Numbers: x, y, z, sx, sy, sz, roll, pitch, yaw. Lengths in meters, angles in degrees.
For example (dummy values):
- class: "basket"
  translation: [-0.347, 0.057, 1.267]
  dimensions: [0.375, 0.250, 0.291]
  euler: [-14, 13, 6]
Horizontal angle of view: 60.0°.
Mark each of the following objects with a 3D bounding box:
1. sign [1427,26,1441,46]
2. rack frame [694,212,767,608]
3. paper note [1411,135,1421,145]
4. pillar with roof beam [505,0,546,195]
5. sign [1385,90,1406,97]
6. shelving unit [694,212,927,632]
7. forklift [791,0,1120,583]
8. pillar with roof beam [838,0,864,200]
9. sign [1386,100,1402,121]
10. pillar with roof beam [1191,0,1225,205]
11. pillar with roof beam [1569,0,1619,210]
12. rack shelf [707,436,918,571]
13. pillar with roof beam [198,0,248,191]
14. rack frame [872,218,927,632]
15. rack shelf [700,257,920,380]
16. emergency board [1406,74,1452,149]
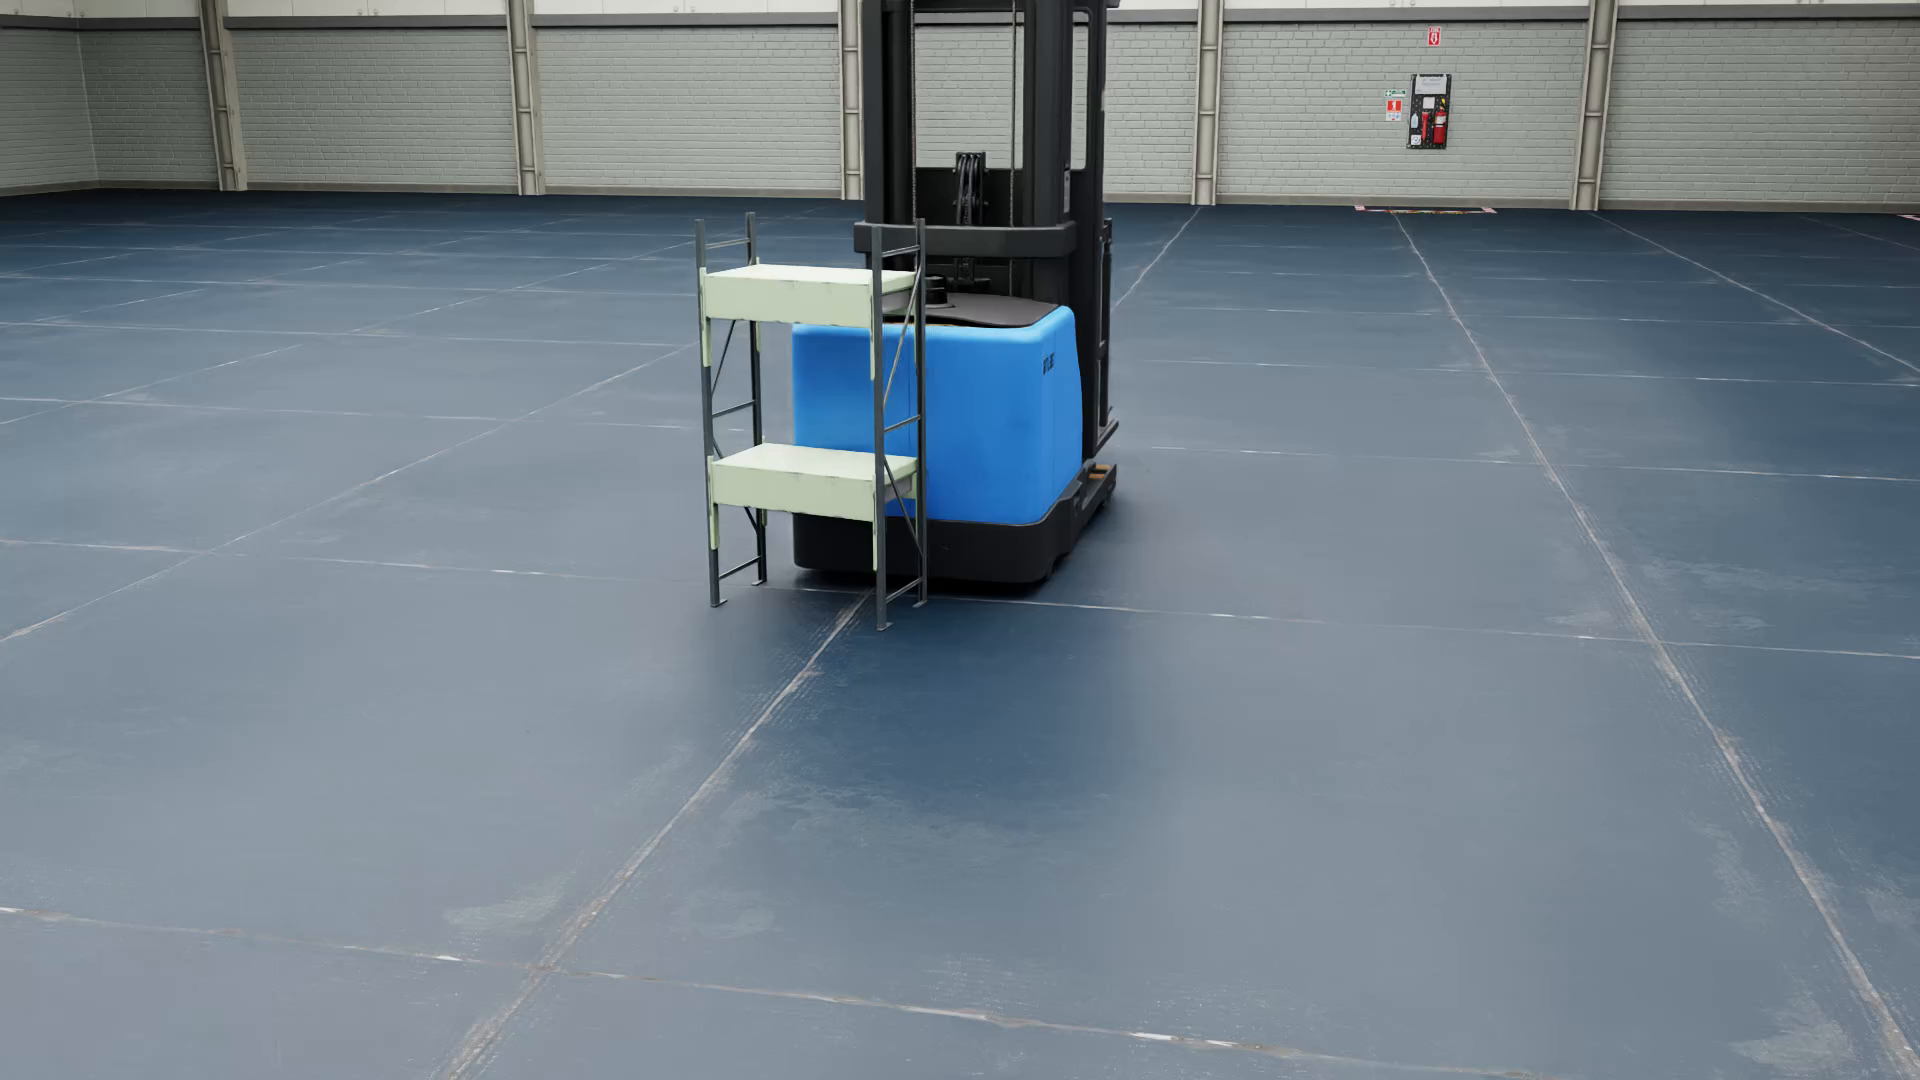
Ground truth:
- class: "sign"
  translation: [7.532, -7.999, 26.408]
  dimensions: [0.199, 0.298, 0.001]
  euler: [3, 16, 11]
- class: "rack frame"
  translation: [-0.890, -0.507, 6.513]
  dimensions: [0.023, 1.500, 0.400]
  euler: [7, 17, 23]
- class: "paper note"
  translation: [7.361, -6.458, 26.839]
  dimensions: [0.142, 0.148, 0.016]
  euler: [3, 16, 11]
- class: "pillar with roof beam"
  translation: [-8.562, -9.437, 24.702]
  dimensions: [0.400, 9.000, 9.100]
  euler: [3, 16, 11]
- class: "sign"
  translation: [7.002, -7.182, 26.741]
  dimensions: [0.331, 0.109, 0.001]
  euler: [3, 16, 11]
- class: "shelving unit"
  translation: [-0.556, -0.467, 6.370]
  dimensions: [0.755, 1.500, 0.431]
  euler: [7, 17, 23]
- class: "forklift"
  translation: [0.160, -1.590, 7.743]
  dimensions: [1.130, 2.935, 3.031]
  euler: [4, 16, 13]
- class: "pillar with roof beam"
  translation: [-2.683, -9.117, 23.549]
  dimensions: [0.400, 9.000, 9.100]
  euler: [3, 16, 11]
- class: "sign"
  translation: [6.999, -6.929, 26.821]
  dimensions: [0.234, 0.329, 0.001]
  euler: [3, 16, 11]
- class: "pillar with roof beam"
  translation: [3.197, -8.798, 22.397]
  dimensions: [0.400, 9.000, 9.100]
  euler: [3, 16, 11]
- class: "pillar with roof beam"
  translation: [9.077, -8.479, 21.245]
  dimensions: [0.400, 9.000, 9.100]
  euler: [3, 16, 11]
- class: "rack shelf"
  translation: [-0.556, -0.153, 6.457]
  dimensions: [0.720, 0.370, 0.431]
  euler: [7, 17, 23]
- class: "pillar with roof beam"
  translation: [-14.442, -9.756, 25.854]
  dimensions: [0.400, 9.000, 9.100]
  euler: [3, 16, 11]
- class: "rack frame"
  translation: [-0.221, -0.428, 6.227]
  dimensions: [0.023, 1.500, 0.400]
  euler: [7, 17, 23]
- class: "rack shelf"
  translation: [-0.556, -0.843, 6.266]
  dimensions: [0.720, 0.370, 0.431]
  euler: [7, 17, 23]
- class: "emergency board"
  translation: [7.520, -6.856, 26.622]
  dimensions: [0.643, 1.169, 0.194]
  euler: [3, 16, 11]
